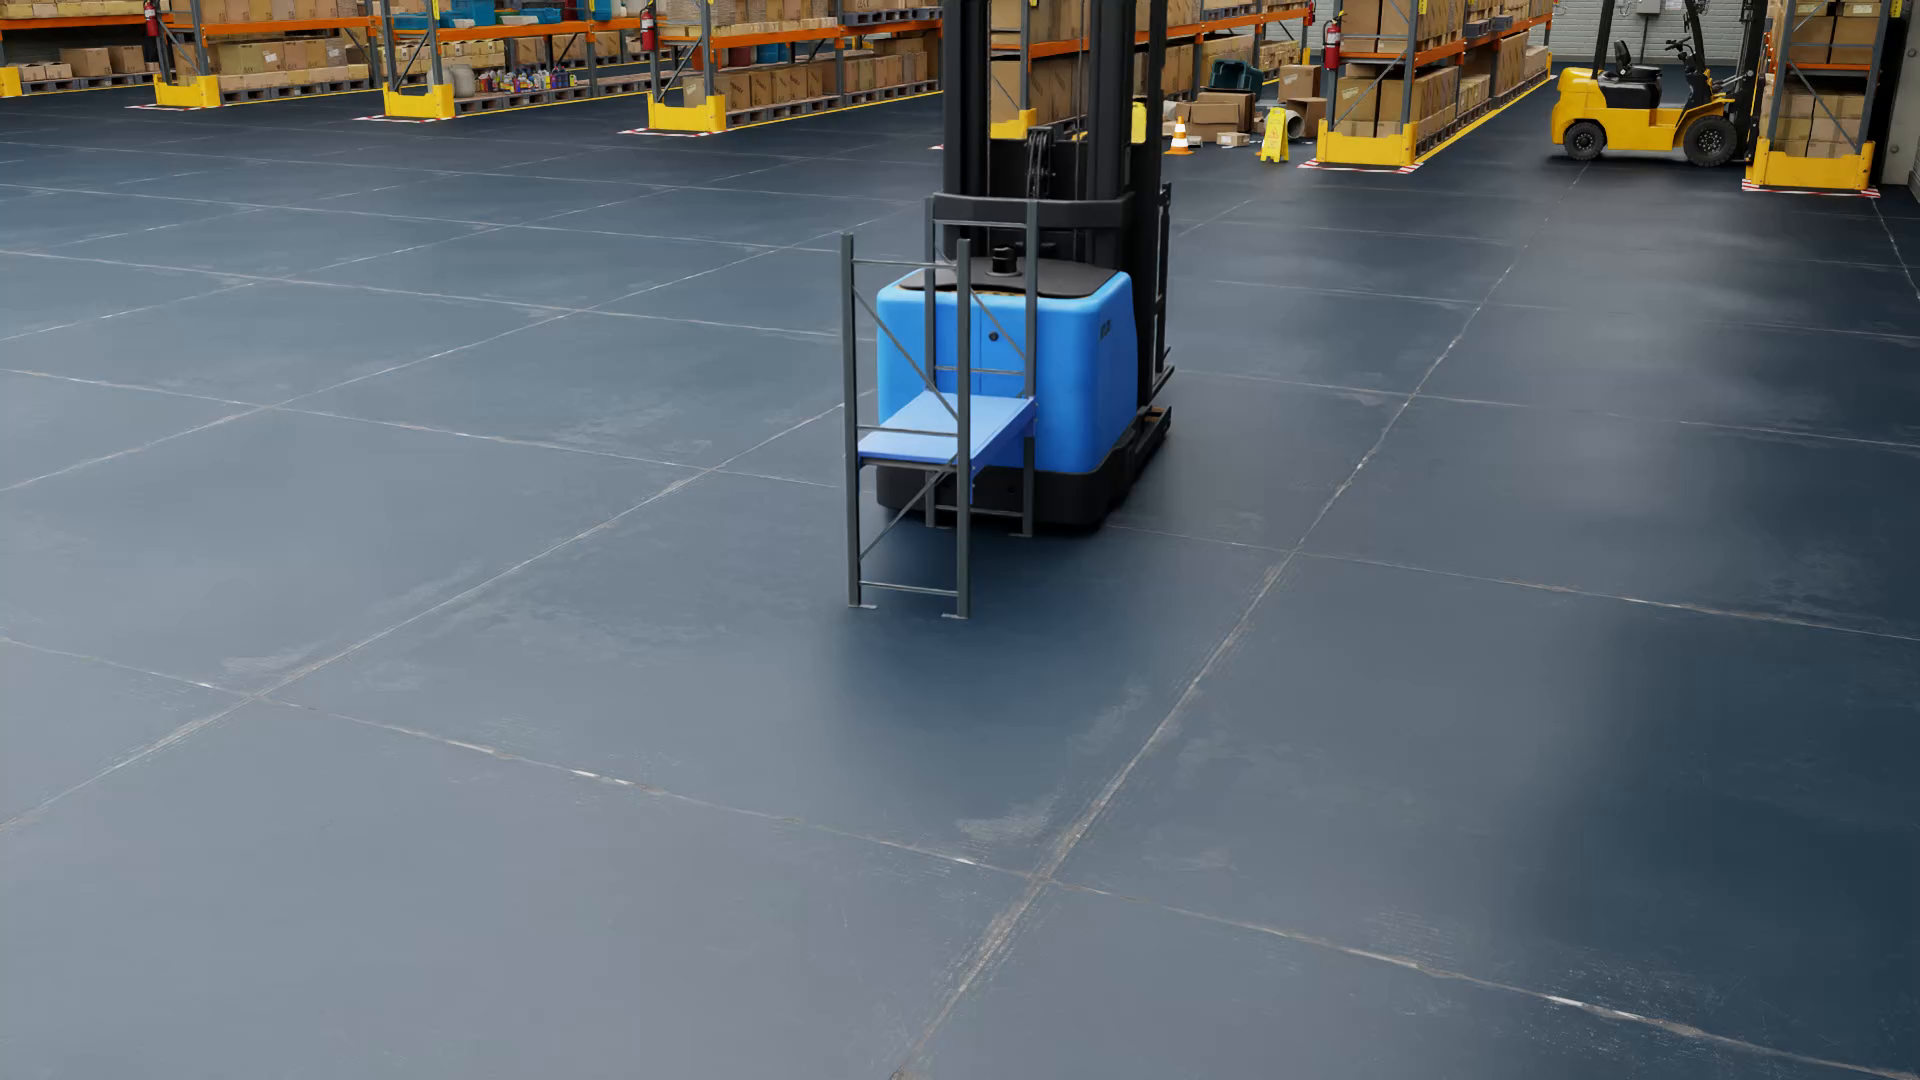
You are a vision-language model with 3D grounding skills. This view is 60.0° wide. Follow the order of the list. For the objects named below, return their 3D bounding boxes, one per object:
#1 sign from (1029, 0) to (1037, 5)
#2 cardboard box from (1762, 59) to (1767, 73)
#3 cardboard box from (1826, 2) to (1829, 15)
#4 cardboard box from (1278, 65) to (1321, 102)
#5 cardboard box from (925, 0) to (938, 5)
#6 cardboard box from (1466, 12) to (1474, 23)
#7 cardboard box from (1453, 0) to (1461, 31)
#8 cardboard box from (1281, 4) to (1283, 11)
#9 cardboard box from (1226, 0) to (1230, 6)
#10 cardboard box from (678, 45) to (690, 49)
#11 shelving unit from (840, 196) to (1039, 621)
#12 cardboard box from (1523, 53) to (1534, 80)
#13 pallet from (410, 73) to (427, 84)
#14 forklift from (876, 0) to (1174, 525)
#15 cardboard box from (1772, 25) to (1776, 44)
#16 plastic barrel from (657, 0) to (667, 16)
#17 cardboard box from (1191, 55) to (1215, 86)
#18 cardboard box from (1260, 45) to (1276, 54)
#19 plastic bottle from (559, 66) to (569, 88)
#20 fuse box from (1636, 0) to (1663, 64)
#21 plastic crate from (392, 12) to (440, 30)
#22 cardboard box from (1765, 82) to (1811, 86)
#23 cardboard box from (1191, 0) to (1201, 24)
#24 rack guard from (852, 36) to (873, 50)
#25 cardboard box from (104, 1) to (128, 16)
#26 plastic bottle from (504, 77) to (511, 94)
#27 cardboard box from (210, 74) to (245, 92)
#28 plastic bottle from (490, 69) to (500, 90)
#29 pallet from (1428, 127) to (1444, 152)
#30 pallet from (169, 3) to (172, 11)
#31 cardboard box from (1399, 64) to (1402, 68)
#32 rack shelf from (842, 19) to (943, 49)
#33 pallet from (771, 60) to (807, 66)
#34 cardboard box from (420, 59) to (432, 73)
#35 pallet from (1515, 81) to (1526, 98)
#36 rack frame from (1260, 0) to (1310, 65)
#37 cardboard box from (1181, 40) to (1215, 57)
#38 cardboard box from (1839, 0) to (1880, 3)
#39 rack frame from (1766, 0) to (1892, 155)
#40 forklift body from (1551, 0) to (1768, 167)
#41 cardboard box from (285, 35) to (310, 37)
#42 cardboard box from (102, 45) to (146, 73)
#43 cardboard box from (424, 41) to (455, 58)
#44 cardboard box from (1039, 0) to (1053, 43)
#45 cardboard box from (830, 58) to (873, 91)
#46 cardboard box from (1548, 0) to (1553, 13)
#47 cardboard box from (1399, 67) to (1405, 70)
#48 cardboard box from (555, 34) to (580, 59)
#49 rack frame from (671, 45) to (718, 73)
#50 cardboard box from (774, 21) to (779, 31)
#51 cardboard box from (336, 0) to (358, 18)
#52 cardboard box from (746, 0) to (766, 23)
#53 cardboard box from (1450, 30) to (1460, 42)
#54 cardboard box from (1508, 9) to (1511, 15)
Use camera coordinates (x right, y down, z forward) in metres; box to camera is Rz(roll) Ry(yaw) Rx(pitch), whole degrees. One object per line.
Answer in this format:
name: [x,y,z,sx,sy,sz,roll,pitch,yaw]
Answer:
sign: [0.947,-7.098,21.541,0.100,0.325,0.005,9,21,23]
cardboard box: [14.041,-7.974,28.518,0.500,0.500,0.500,10,22,25]
cardboard box: [9.656,-6.053,18.895,0.380,0.149,0.250,9,21,24]
cardboard box: [5.002,-6.719,24.487,0.500,0.500,0.500,9,21,23]
cardboard box: [-0.318,-10.046,31.092,0.500,0.500,0.500,9,22,24]
cardboard box: [7.153,-7.510,23.859,0.380,0.149,0.250,9,21,23]
cardboard box: [6.478,-7.164,22.544,0.500,0.500,0.500,9,22,25]
cardboard box: [6.333,-10.820,33.792,0.380,0.149,0.250,9,22,25]
cardboard box: [4.735,-9.850,30.437,0.380,0.149,0.250,8,21,21]
cardboard box: [-6.940,-12.119,40.517,0.500,0.250,0.500,9,21,23]
shelving unit: [-0.058,-0.578,6.855,0.538,1.500,1.048,6,20,16]
cardboard box: [10.269,-8.919,31.268,0.875,0.438,0.875,8,21,22]
pallet: [-10.675,-9.317,33.351,1.003,0.211,1.213,9,21,23]
forklift: [0.521,-1.908,8.459,1.130,2.935,3.031,6,20,16]
cardboard box: [11.136,-6.745,22.181,0.500,0.250,0.500,9,22,24]
plastic barrel: [-5.683,-10.148,31.359,0.421,0.512,0.421,0,20,0]
cardboard box: [4.241,-8.378,29.653,0.500,0.500,0.500,8,21,20]
cardboard box: [6.177,-9.921,33.628,0.380,0.149,0.250,9,21,24]
plastic bottle: [-6.922,-8.068,28.974,0.144,0.351,0.185,8,21,21]
fuse box: [15.696,-11.761,37.985,0.539,1.711,0.414,9,21,23]
plastic crate: [-8.628,-8.246,26.401,0.499,0.251,0.616,9,21,23]
cardboard box: [10.050,-5.426,20.234,0.500,0.250,0.500,8,21,22]
cardboard box: [3.779,-9.049,28.288,0.500,0.500,0.500,9,21,23]
rack guard: [-2.010,-11.844,40.028,1.175,0.500,0.348,9,21,23]
cardboard box: [-16.281,-10.149,31.725,0.500,0.250,0.500,8,21,22]
plastic bottle: [-7.533,-7.555,27.652,0.097,0.271,0.097,0,20,0]
cardboard box: [-12.655,-7.839,28.510,0.500,0.250,0.500,9,21,23]
plastic bottle: [-7.958,-7.870,28.417,0.144,0.351,0.185,10,22,25]
pallet: [5.897,-5.407,22.358,1.003,0.211,1.213,9,21,23]
pallet: [-15.514,-10.827,33.724,1.003,0.211,1.213,9,21,23]
cardboard box: [5.835,-6.536,22.760,0.380,0.149,0.250,9,22,25]
rack shelf: [-1.584,-8.938,29.197,1.077,0.370,4.000,9,21,23]
pallet: [-4.000,-10.246,35.965,1.003,0.211,1.213,9,21,23]
cardboard box: [-10.628,-9.332,32.709,0.500,0.250,0.500,8,21,21]
pallet: [9.667,-8.191,30.185,1.003,0.211,1.213,9,21,23]
rack frame: [6.995,-11.622,35.672,1.000,3.000,0.127,9,21,23]
cardboard box: [4.222,-8.727,29.517,0.500,0.250,0.500,8,21,20]
cardboard box: [9.862,-5.969,18.215,0.380,0.149,0.250,8,21,22]
rack frame: [9.530,-5.403,18.184,1.000,3.000,0.127,9,21,23]
forklift body: [8.642,-5.833,20.660,2.313,2.155,1.214,9,21,23]
cardboard box: [-14.569,-10.729,36.235,0.700,0.500,0.500,9,21,23]
cardboard box: [-16.349,-9.411,32.528,0.500,0.500,0.500,7,21,19]
cardboard box: [-10.414,-9.754,33.060,0.500,0.311,0.500,9,22,24]
cardboard box: [0.759,-7.092,22.711,0.875,0.550,0.550,9,21,23]
cardboard box: [-1.919,-8.023,28.625,0.700,0.500,0.500,8,21,22]
cardboard box: [11.596,-10.837,33.315,0.500,0.500,0.500,9,21,23]
cardboard box: [5.942,-6.252,22.931,0.500,0.500,0.500,9,22,25]
cardboard box: [-8.726,-10.851,36.579,0.500,0.500,0.500,8,21,21]
rack frame: [-5.284,-10.568,32.707,1.000,3.000,0.127,9,21,23]
cardboard box: [-3.023,-7.918,25.632,0.380,0.149,0.250,9,21,23]
cardboard box: [-11.615,-9.936,30.782,0.700,0.500,0.500,8,21,21]
cardboard box: [-3.451,-8.110,25.204,0.875,0.500,0.500,9,21,23]
cardboard box: [6.689,-6.970,22.965,0.380,0.149,0.250,9,22,24]
cardboard box: [8.900,-8.732,27.769,0.500,0.250,0.500,8,21,21]
